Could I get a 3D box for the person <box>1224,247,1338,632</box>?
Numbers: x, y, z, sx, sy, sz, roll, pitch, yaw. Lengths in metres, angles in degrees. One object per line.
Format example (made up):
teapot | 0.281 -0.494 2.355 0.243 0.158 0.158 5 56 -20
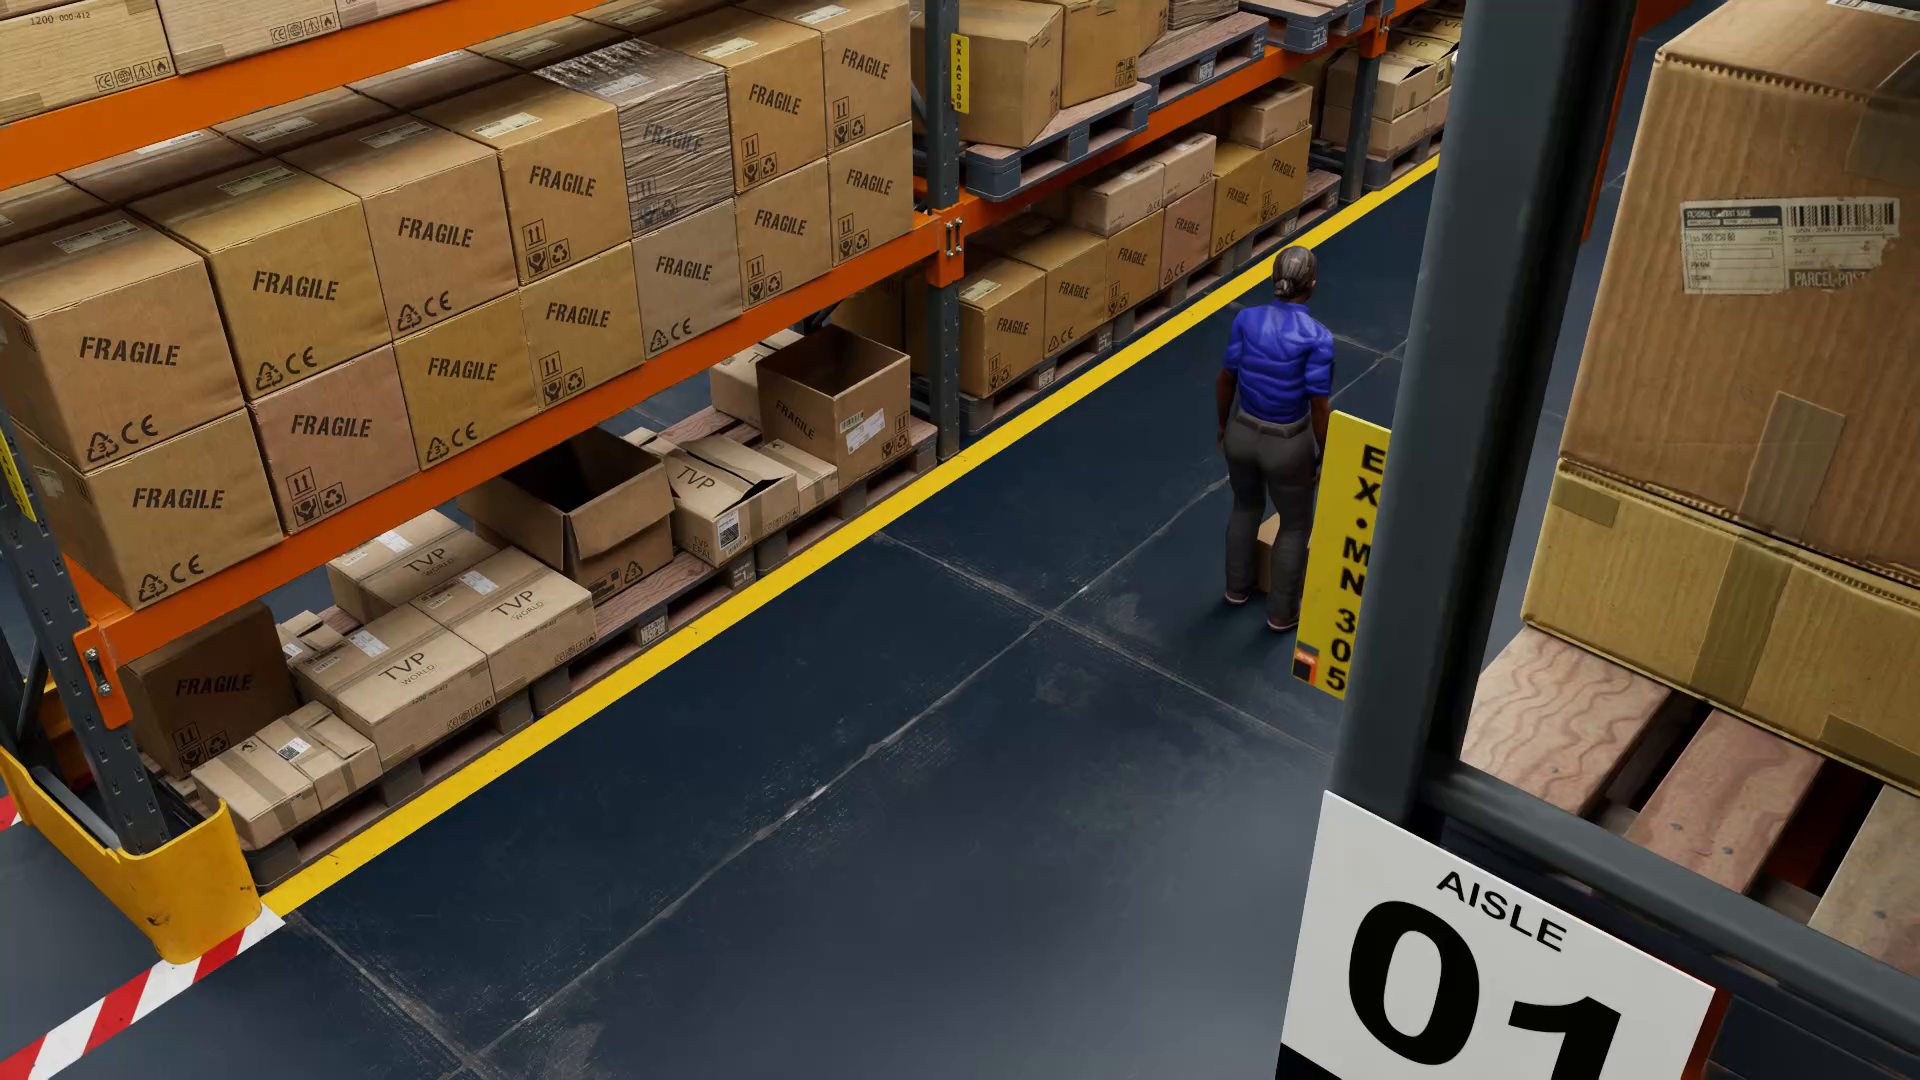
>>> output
person | 1.294 -0.401 6.717 0.505 1.655 0.391 26 43 32
